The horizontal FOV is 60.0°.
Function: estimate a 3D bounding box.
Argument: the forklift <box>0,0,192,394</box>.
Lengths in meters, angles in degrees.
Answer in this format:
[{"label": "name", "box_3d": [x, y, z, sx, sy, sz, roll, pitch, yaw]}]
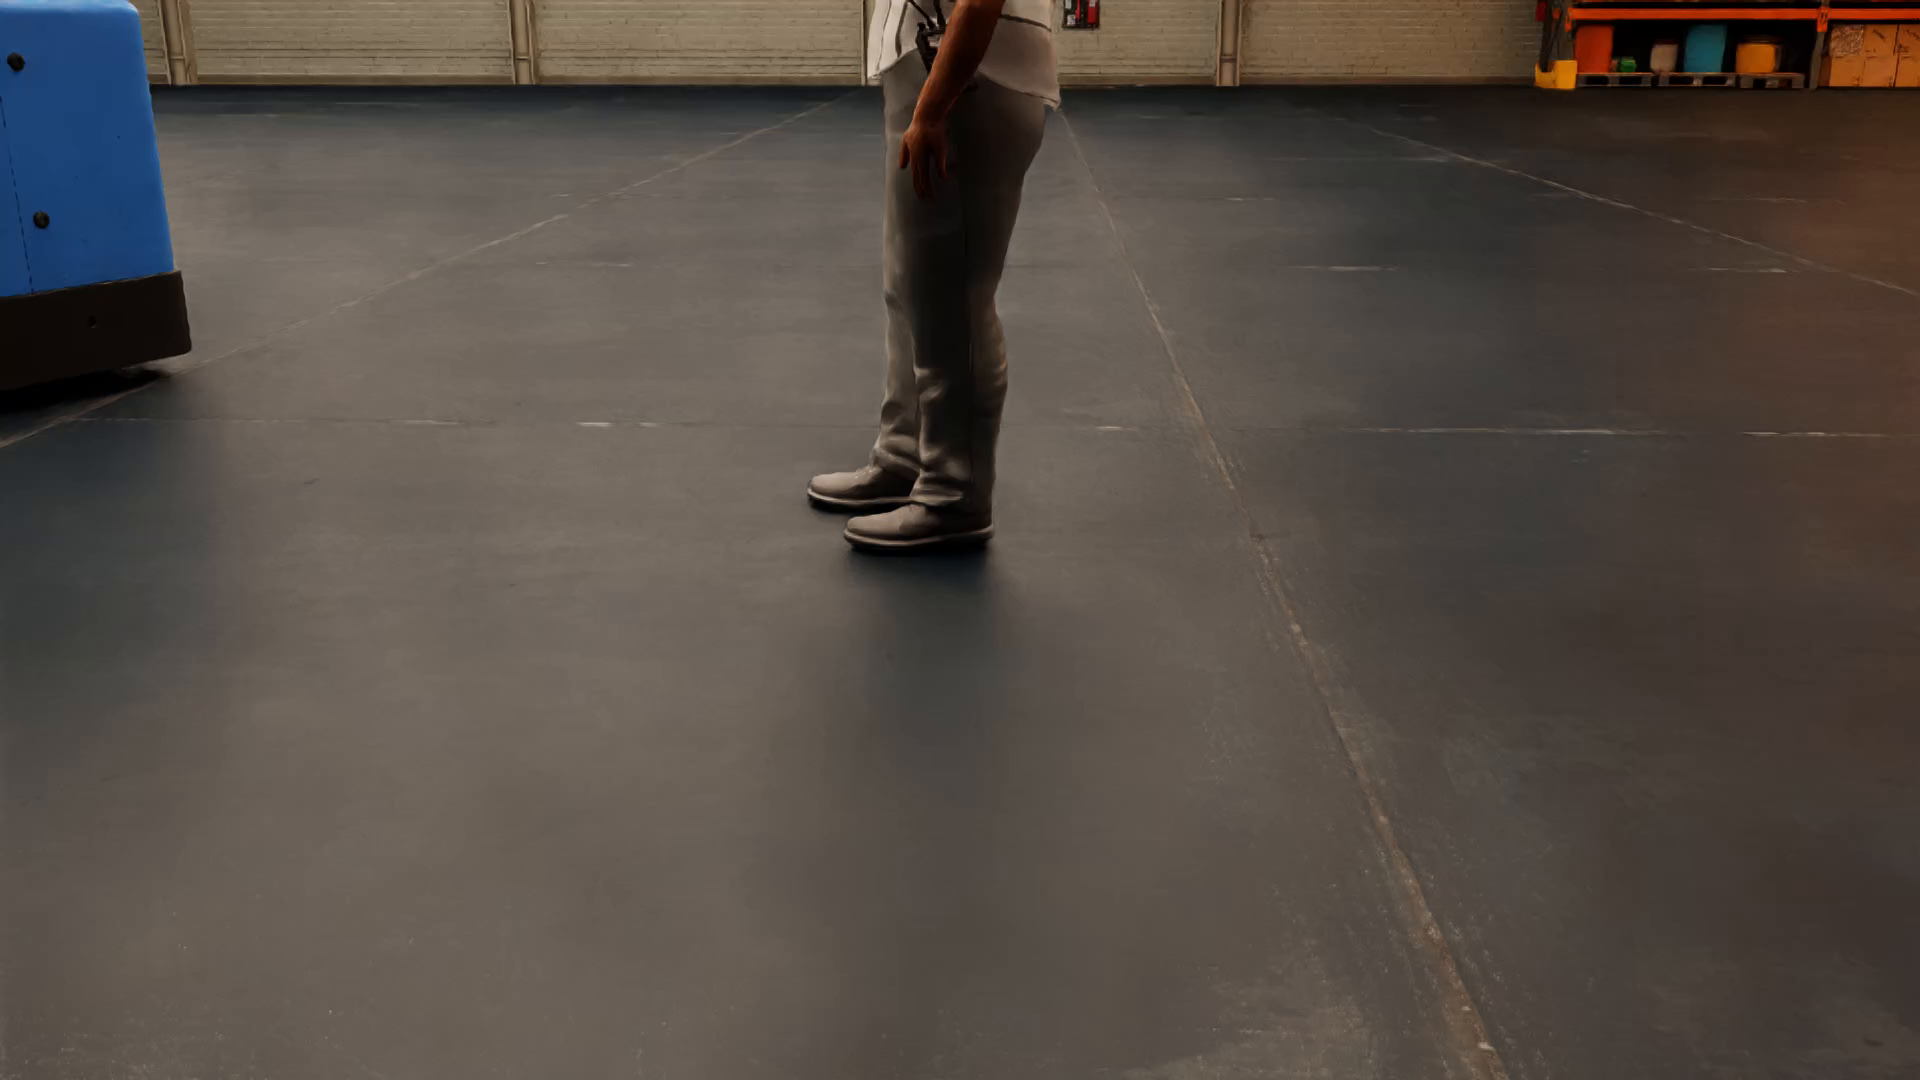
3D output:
[{"label": "forklift", "box_3d": [-3.839, -1.951, 4.713, 3.031, 2.935, 1.130, 8, 19, 24]}]

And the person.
[{"label": "person", "box_3d": [-0.076, -0.810, 3.147, 0.529, 1.669, 0.598, 1, 17, 2]}]
